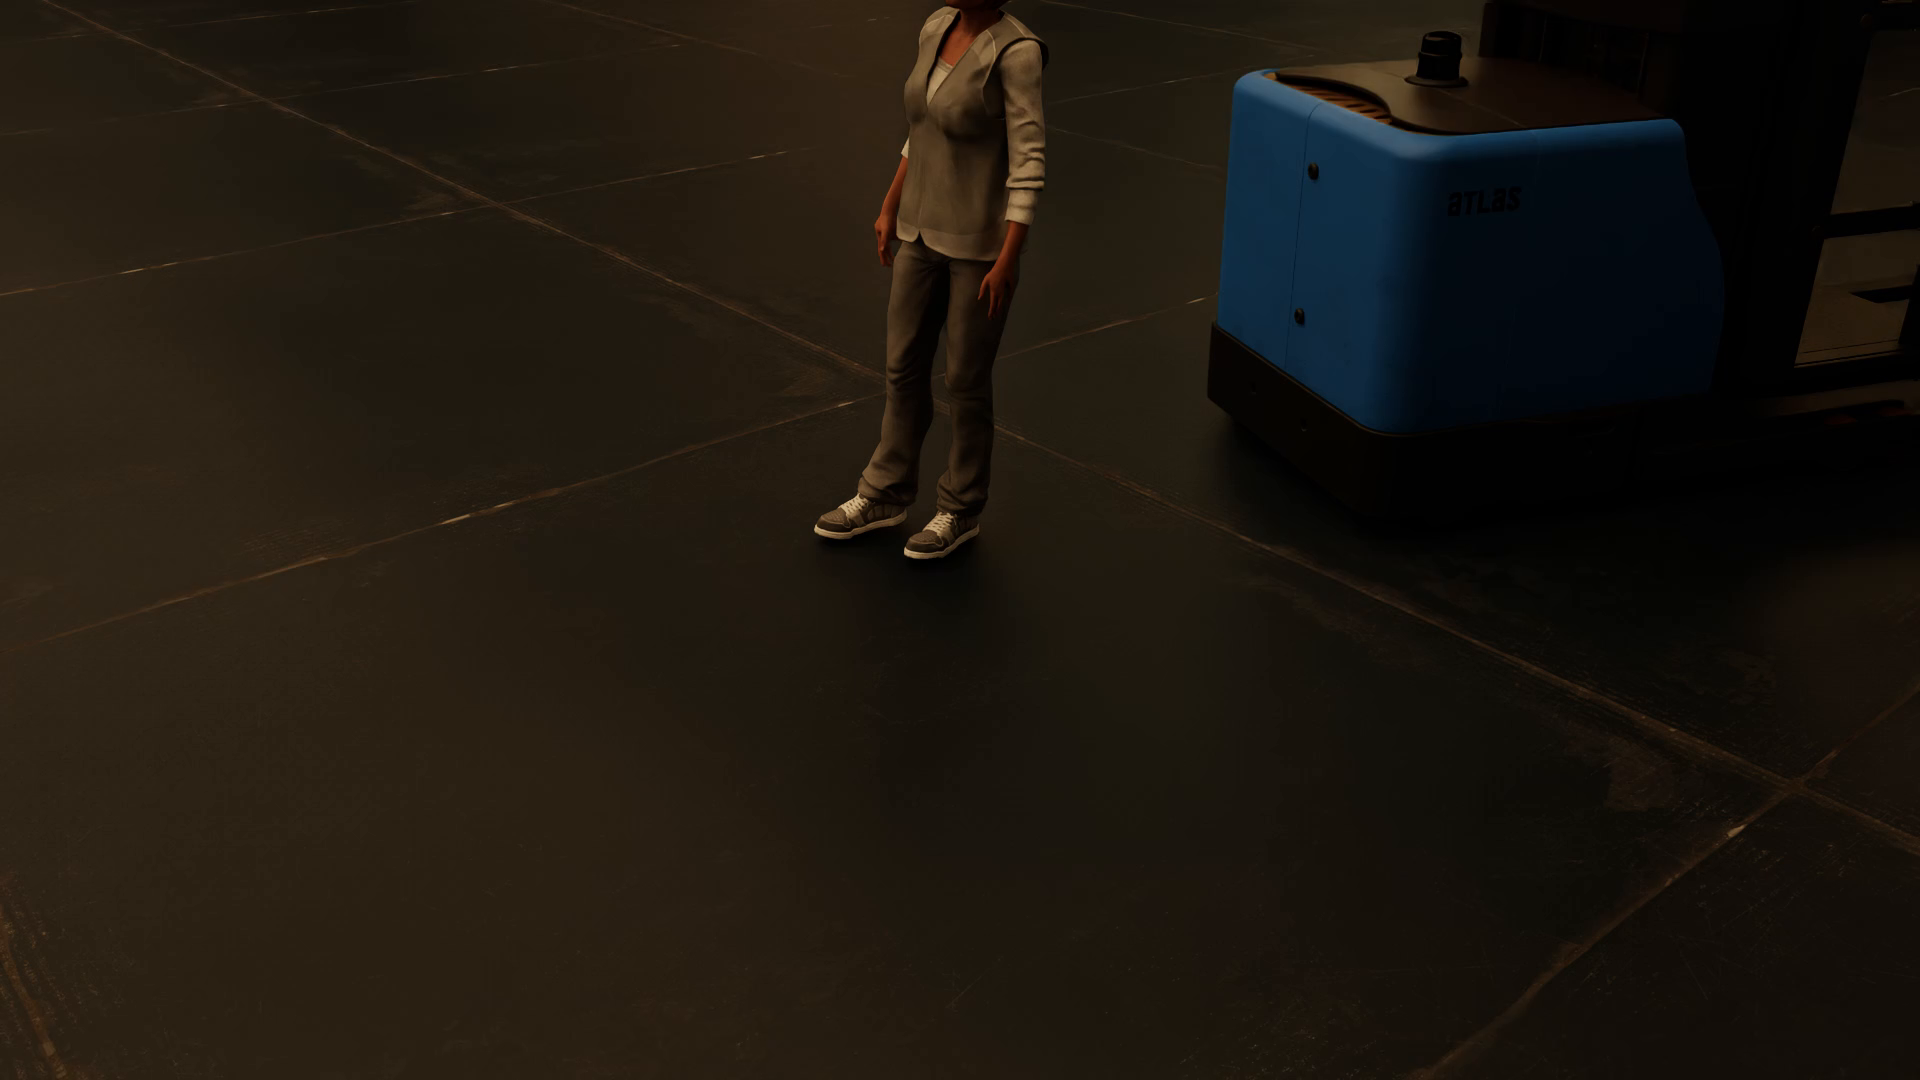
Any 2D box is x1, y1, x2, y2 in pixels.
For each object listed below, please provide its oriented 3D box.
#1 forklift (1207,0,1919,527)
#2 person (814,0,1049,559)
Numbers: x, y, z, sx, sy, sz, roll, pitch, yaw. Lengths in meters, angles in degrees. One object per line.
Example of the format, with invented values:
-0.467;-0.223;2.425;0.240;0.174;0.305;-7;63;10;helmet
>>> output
2.355;-1.729;4.688;3.031;2.935;1.130;-9;28;-17;forklift
-0.066;-0.700;4.113;0.474;1.583;0.519;-20;33;-35;person
